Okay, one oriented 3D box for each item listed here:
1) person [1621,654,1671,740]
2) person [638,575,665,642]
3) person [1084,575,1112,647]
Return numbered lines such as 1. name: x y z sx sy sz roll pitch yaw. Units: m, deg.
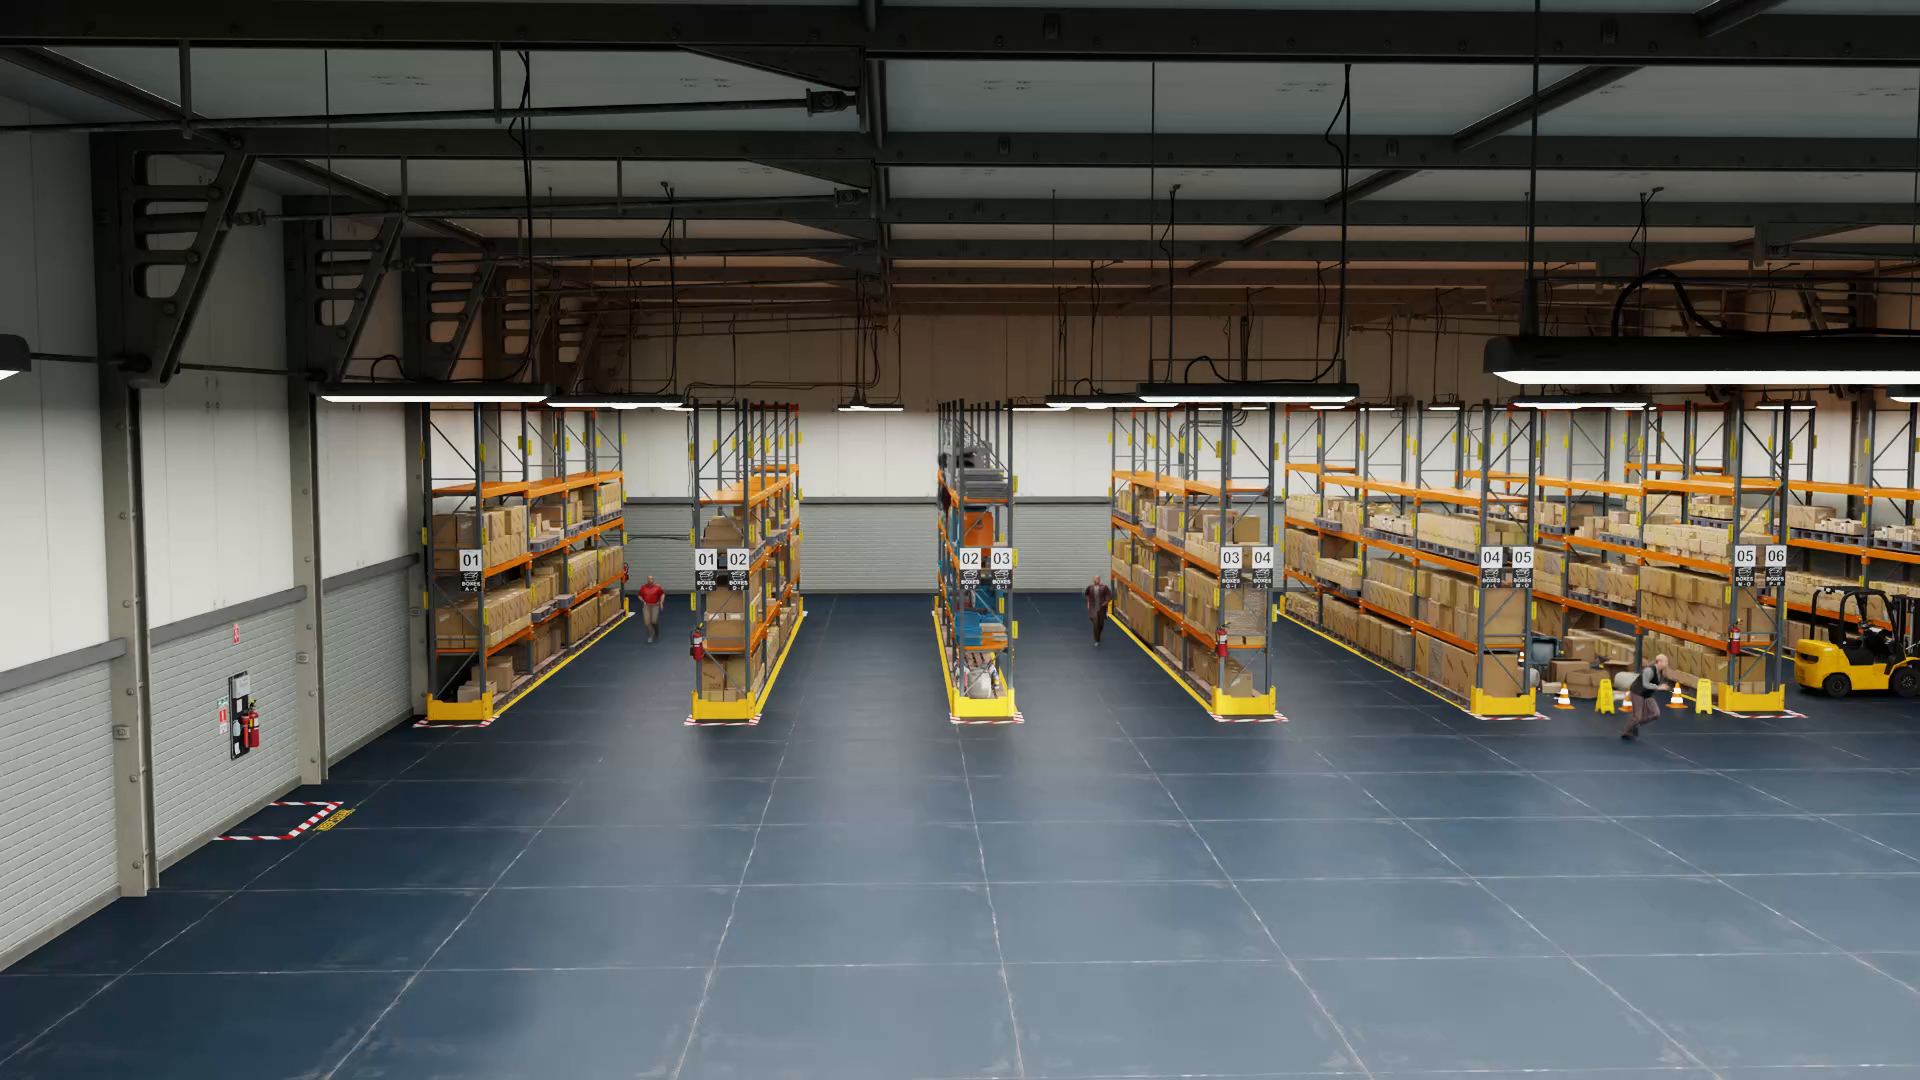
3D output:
1. person: 12.014 2.736 29.031 0.687 1.551 0.886 -4 6 -44
2. person: -7.749 1.725 41.676 0.658 1.680 0.553 0 4 -4
3. person: 3.407 1.734 41.104 0.704 1.772 0.836 0 4 7
